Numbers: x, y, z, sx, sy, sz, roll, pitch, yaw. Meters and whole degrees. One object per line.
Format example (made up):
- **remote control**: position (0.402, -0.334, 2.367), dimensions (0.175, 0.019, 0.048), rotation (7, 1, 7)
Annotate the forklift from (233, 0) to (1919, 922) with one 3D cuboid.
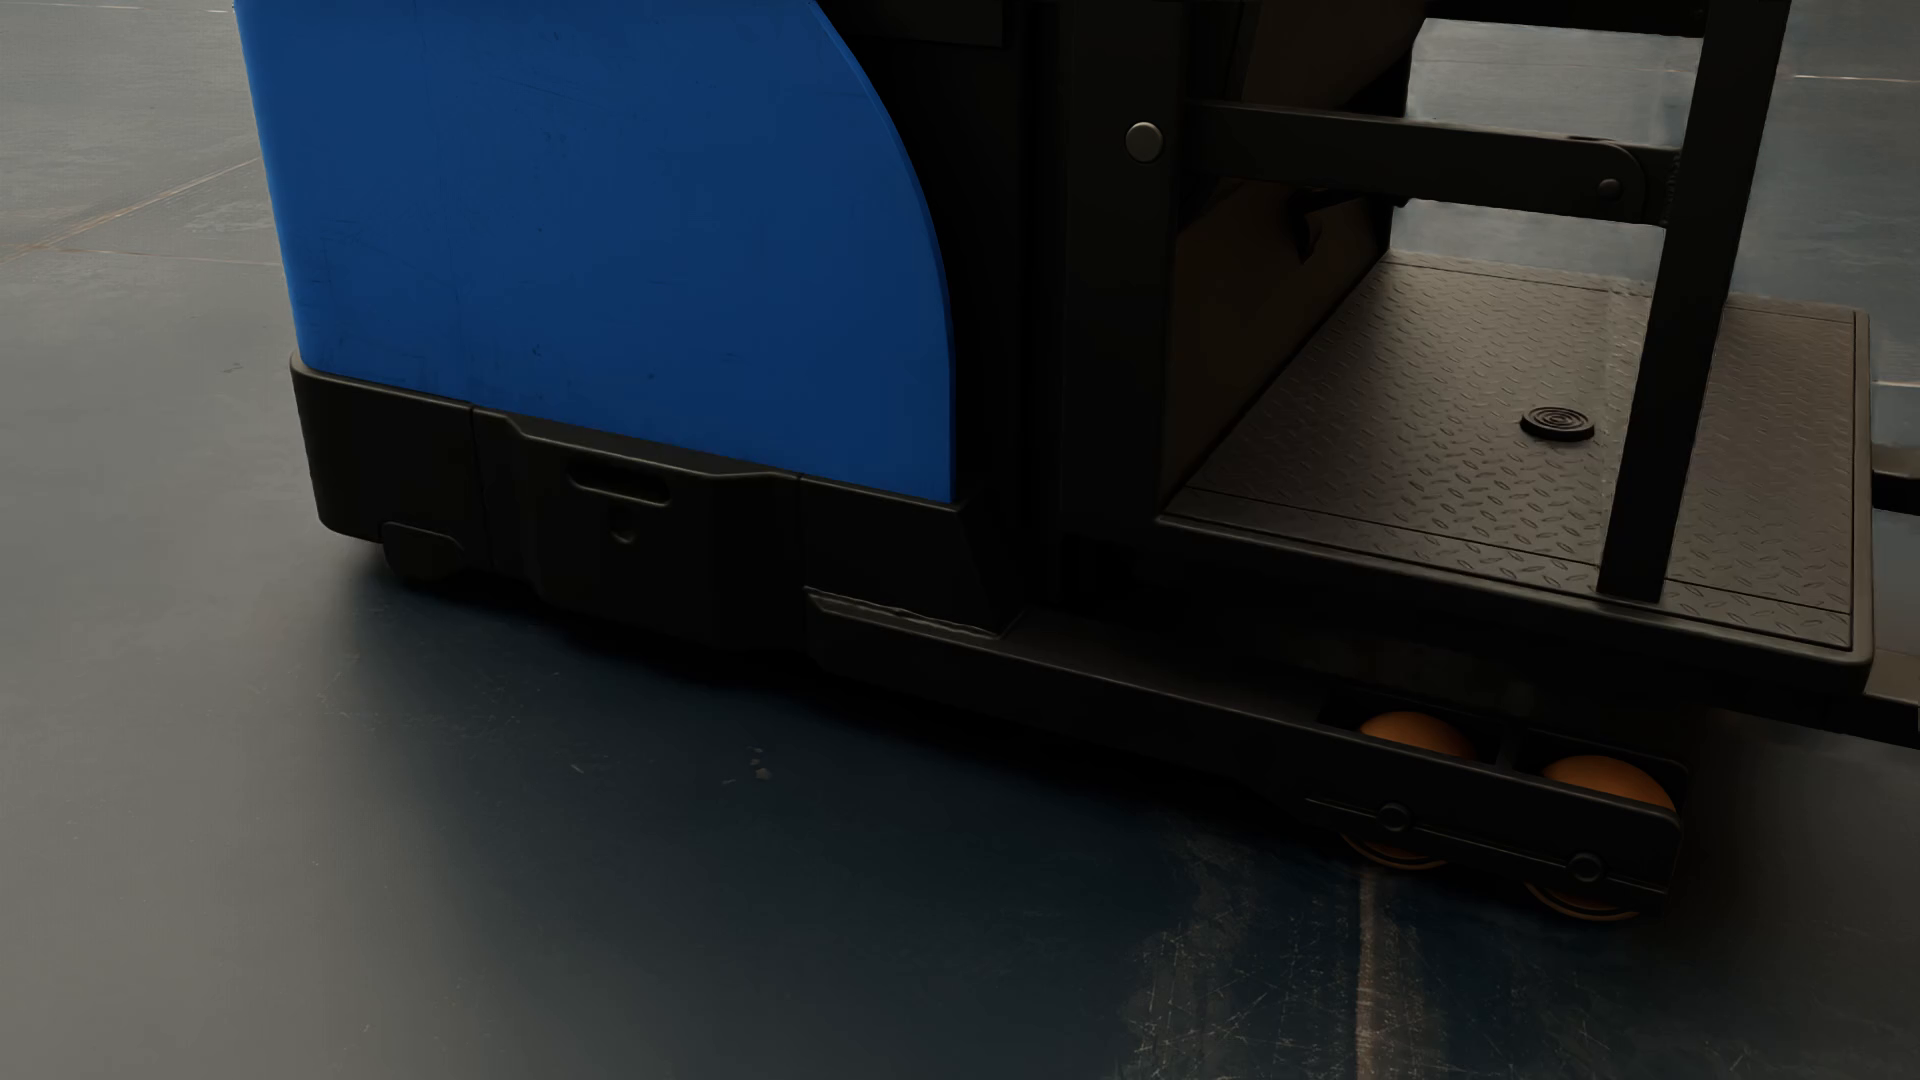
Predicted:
- **forklift**: position (0.620, -1.189, 1.603), dimensions (3.031, 2.935, 1.130), rotation (12, 29, 23)
